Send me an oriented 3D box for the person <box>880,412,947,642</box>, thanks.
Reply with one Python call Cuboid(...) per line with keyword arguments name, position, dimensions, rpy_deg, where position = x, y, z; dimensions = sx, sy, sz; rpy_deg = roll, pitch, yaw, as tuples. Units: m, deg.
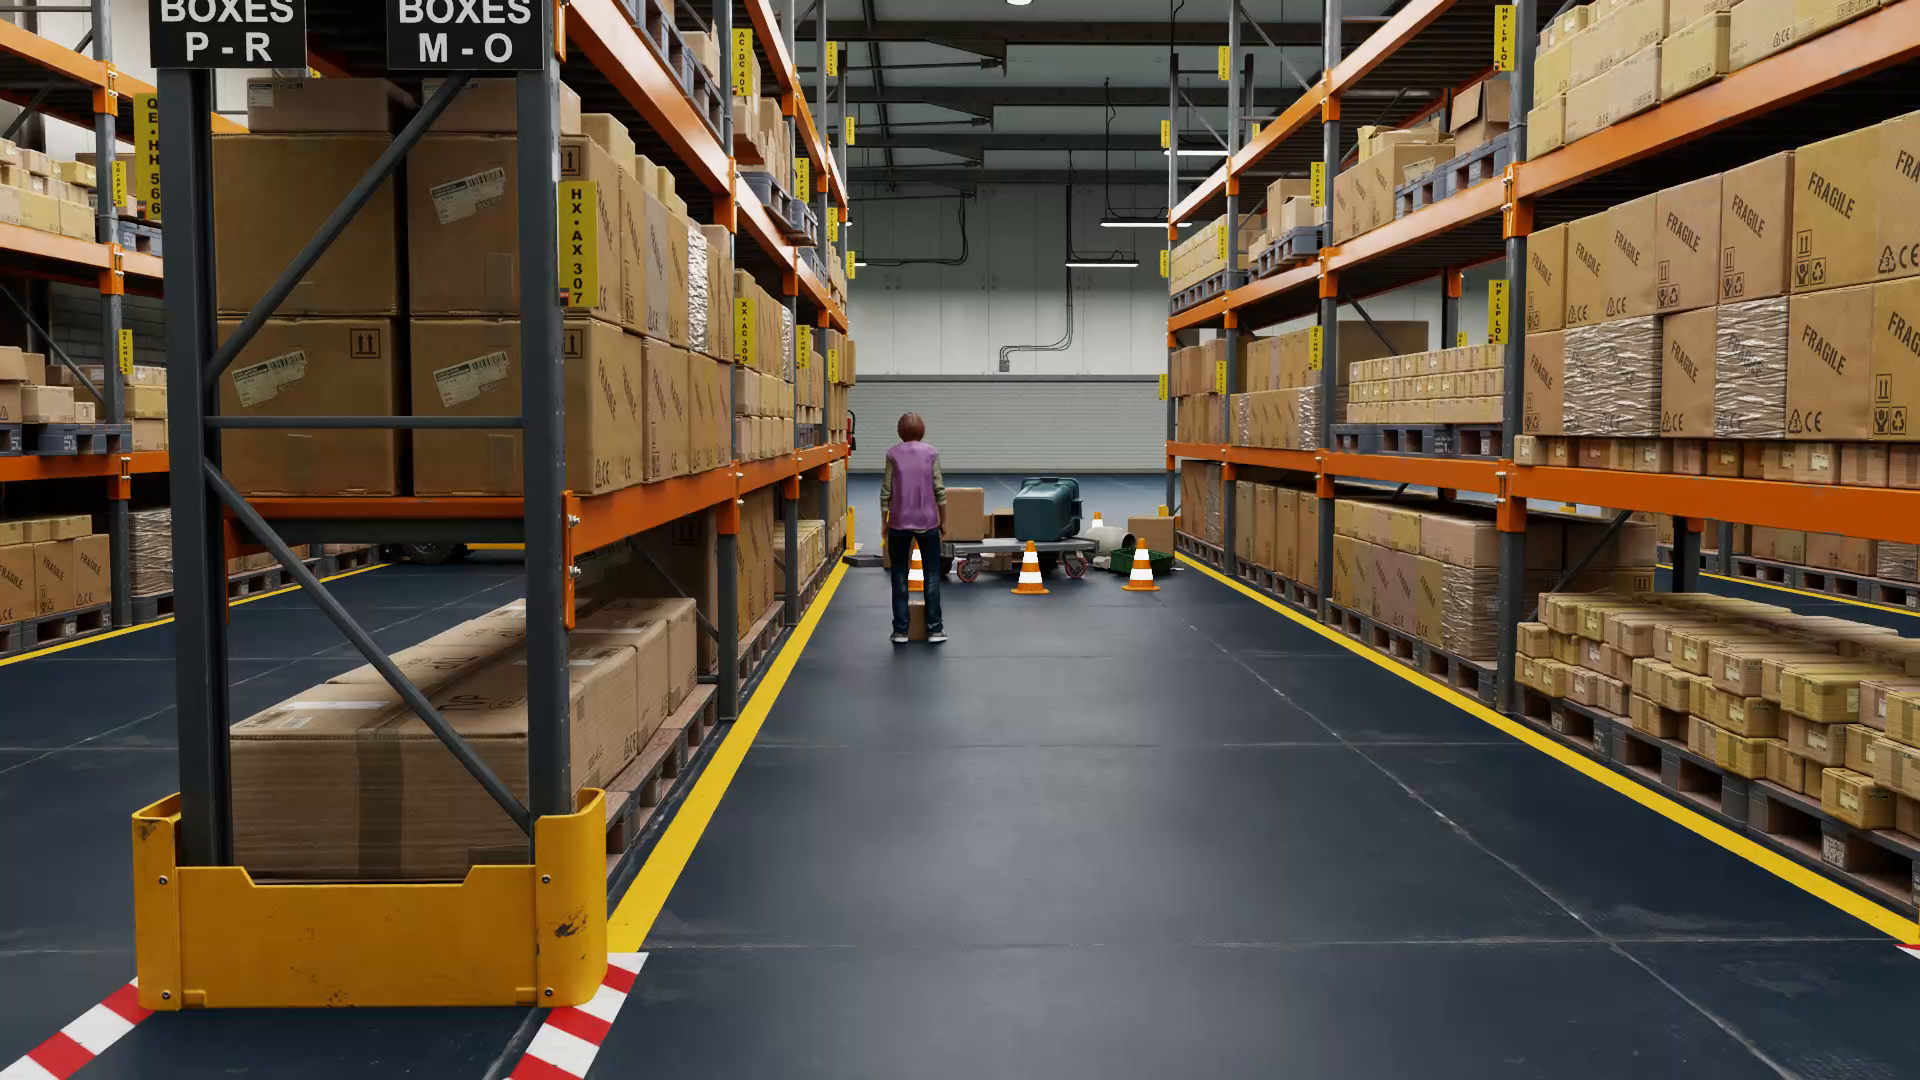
Cuboid(name="person", position=(-0.319, -0.086, 11.482), dimensions=(0.463, 1.592, 0.345), rpy_deg=(0, 4, -1))
